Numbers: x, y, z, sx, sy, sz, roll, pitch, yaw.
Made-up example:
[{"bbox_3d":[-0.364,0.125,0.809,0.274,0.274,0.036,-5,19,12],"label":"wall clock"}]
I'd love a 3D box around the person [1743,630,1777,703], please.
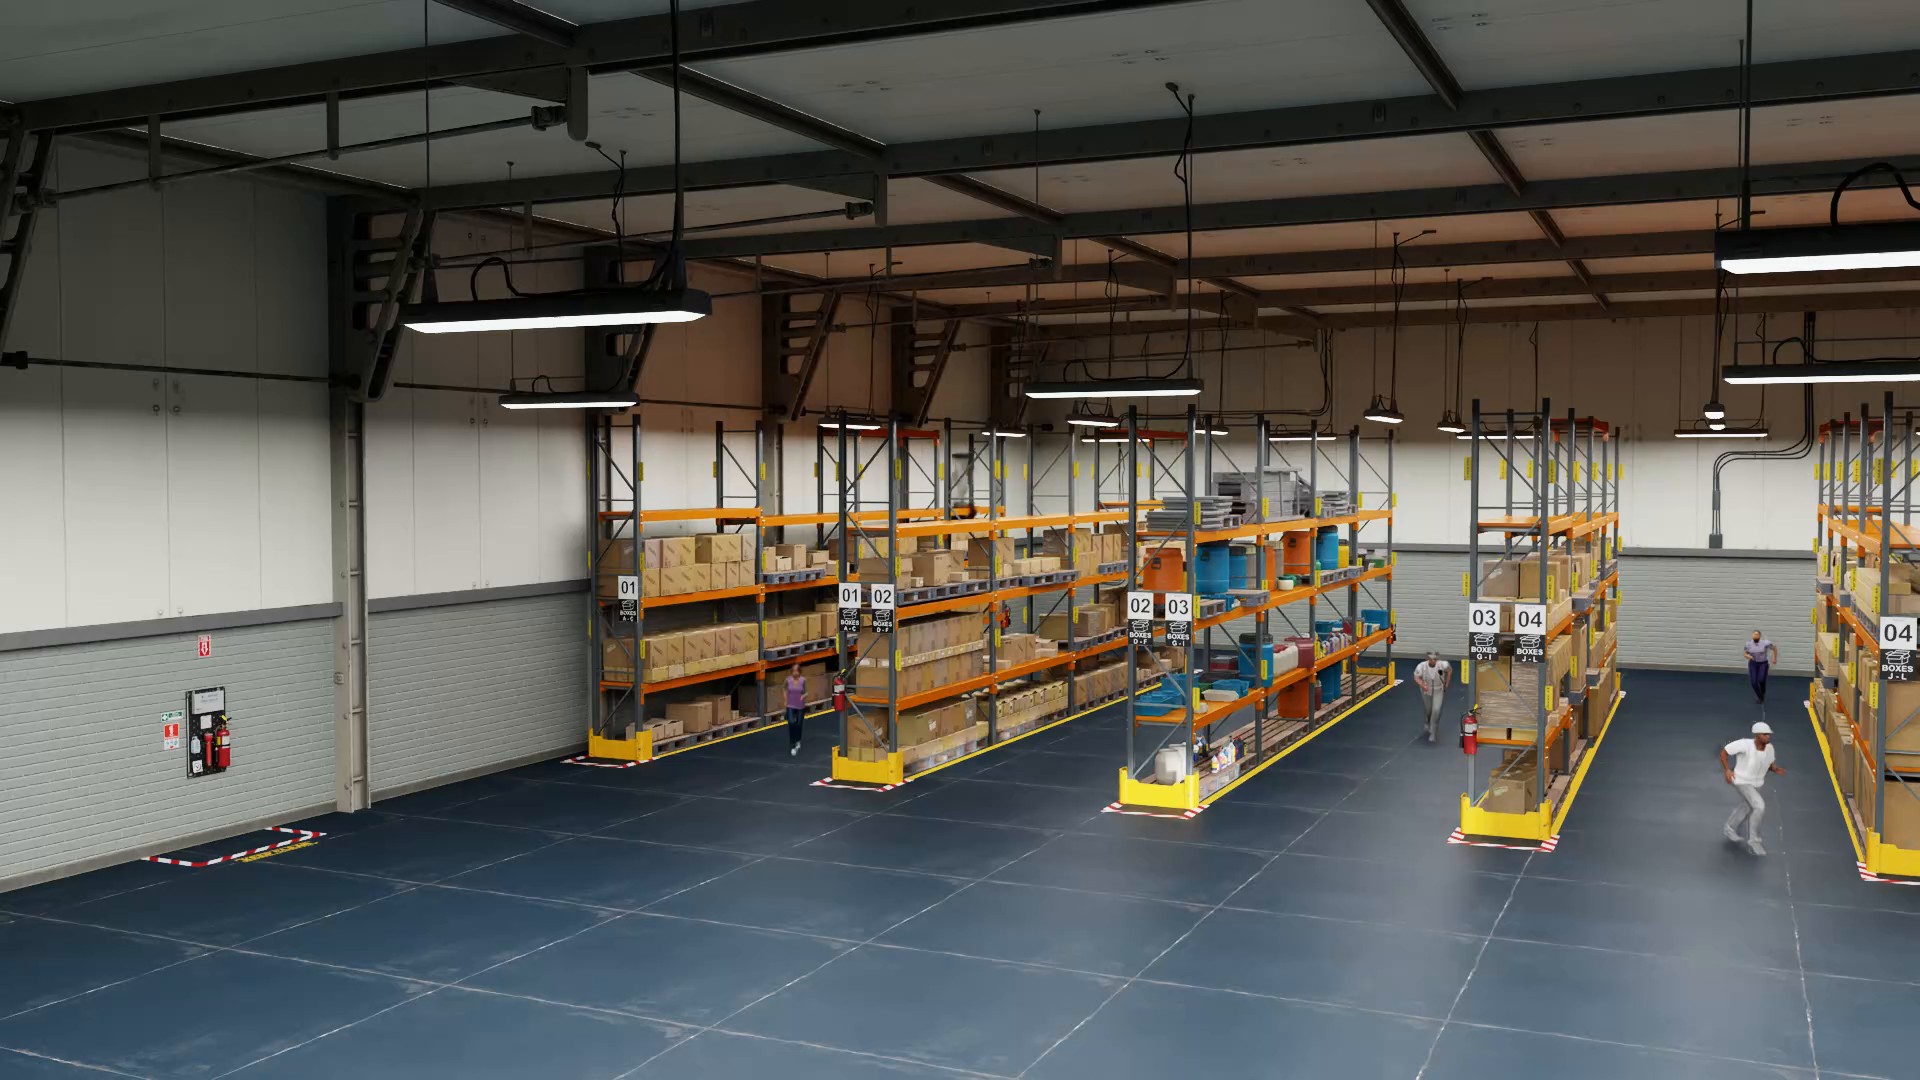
[{"bbox_3d":[17.227,2.738,35.854,0.646,1.599,0.603,2,3,34],"label":"person"}]

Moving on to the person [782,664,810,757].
[{"bbox_3d":[-2.908,3.002,29.495,0.475,1.633,0.835,0,2,-10],"label":"person"}]

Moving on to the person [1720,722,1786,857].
[{"bbox_3d":[10.415,3.249,21.994,0.711,1.747,0.915,-1,2,-19],"label":"person"}]

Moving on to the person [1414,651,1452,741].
[{"bbox_3d":[8.893,2.904,31.325,0.697,1.720,1.024,0,2,11],"label":"person"}]
